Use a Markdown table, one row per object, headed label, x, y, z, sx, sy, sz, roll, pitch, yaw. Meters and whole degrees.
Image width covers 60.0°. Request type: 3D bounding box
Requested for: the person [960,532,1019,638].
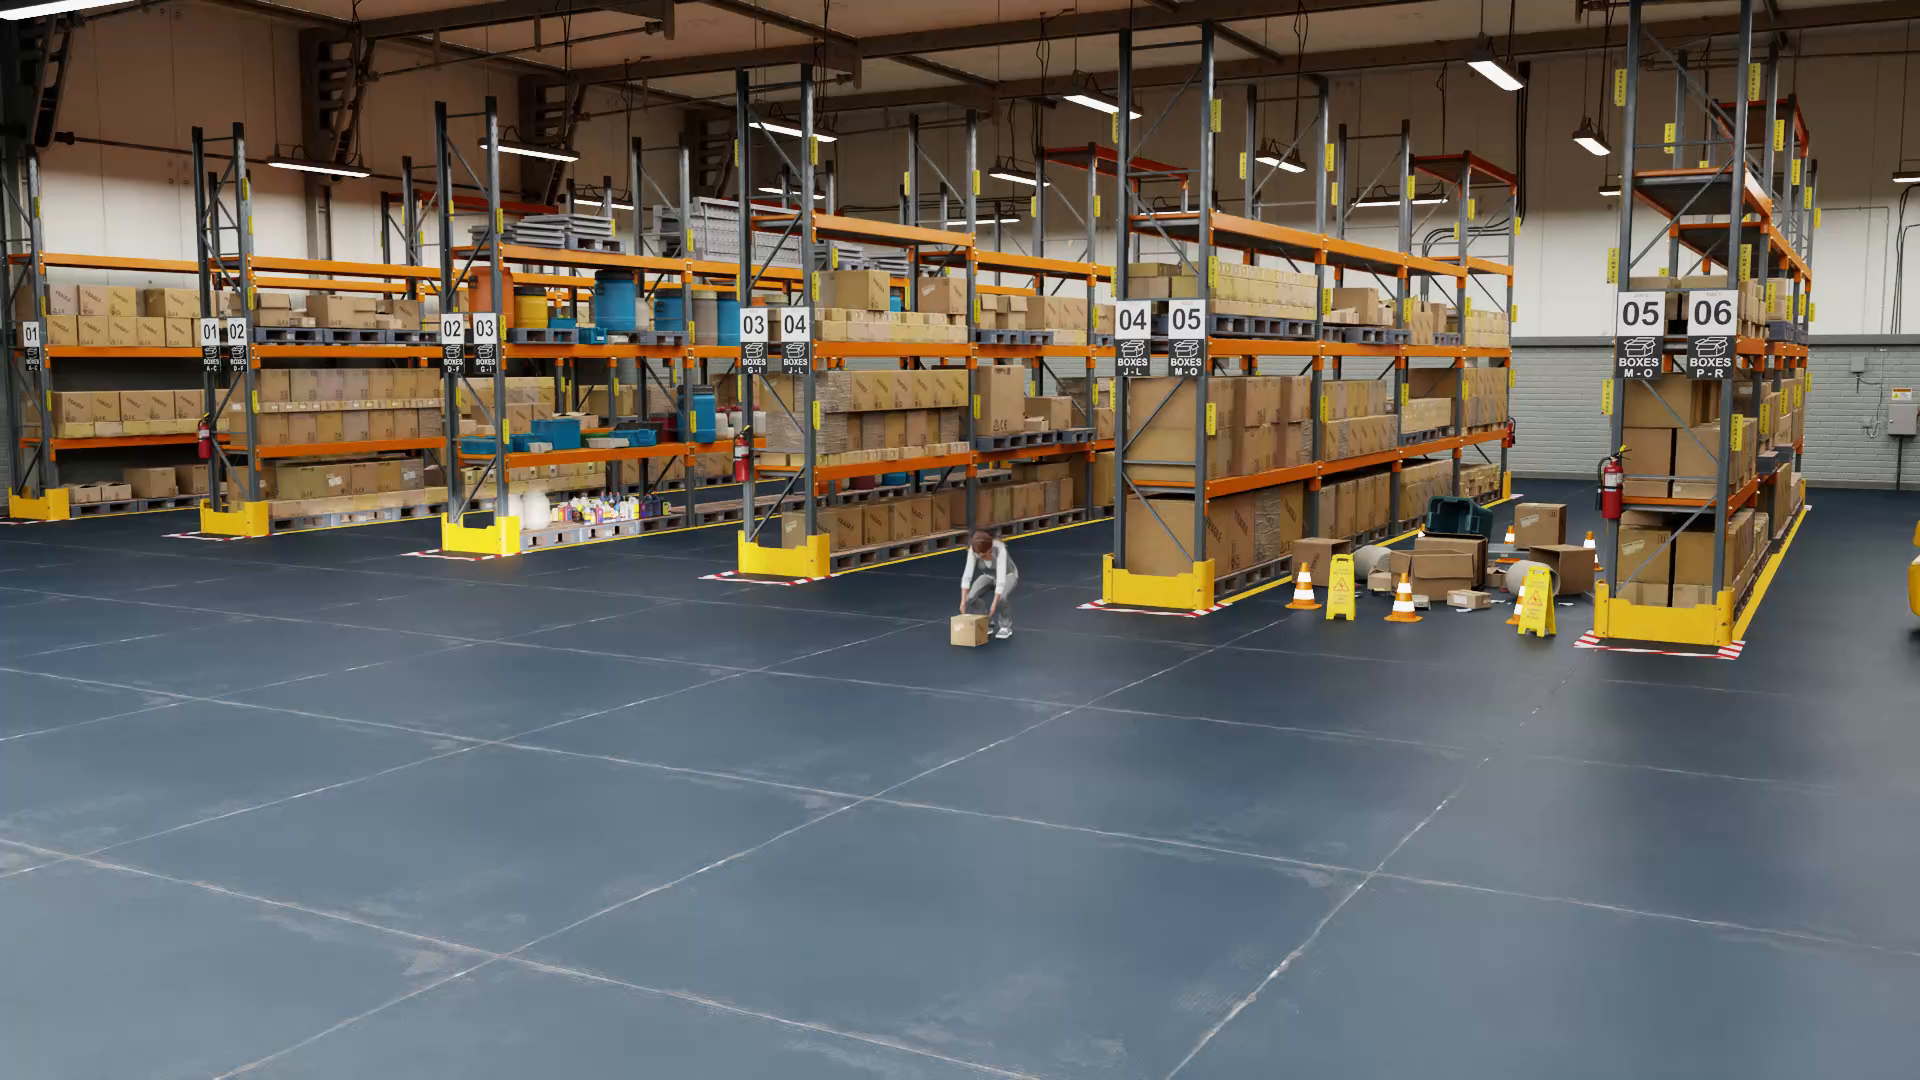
| label | x | y | z | sx | sy | sz | roll | pitch | yaw |
| --- | --- | --- | --- | --- | --- | --- | --- | --- | --- |
| person | 0.302 | 0.444 | 15.494 | 0.456 | 0.947 | 0.769 | 3 | 7 | 28 |
